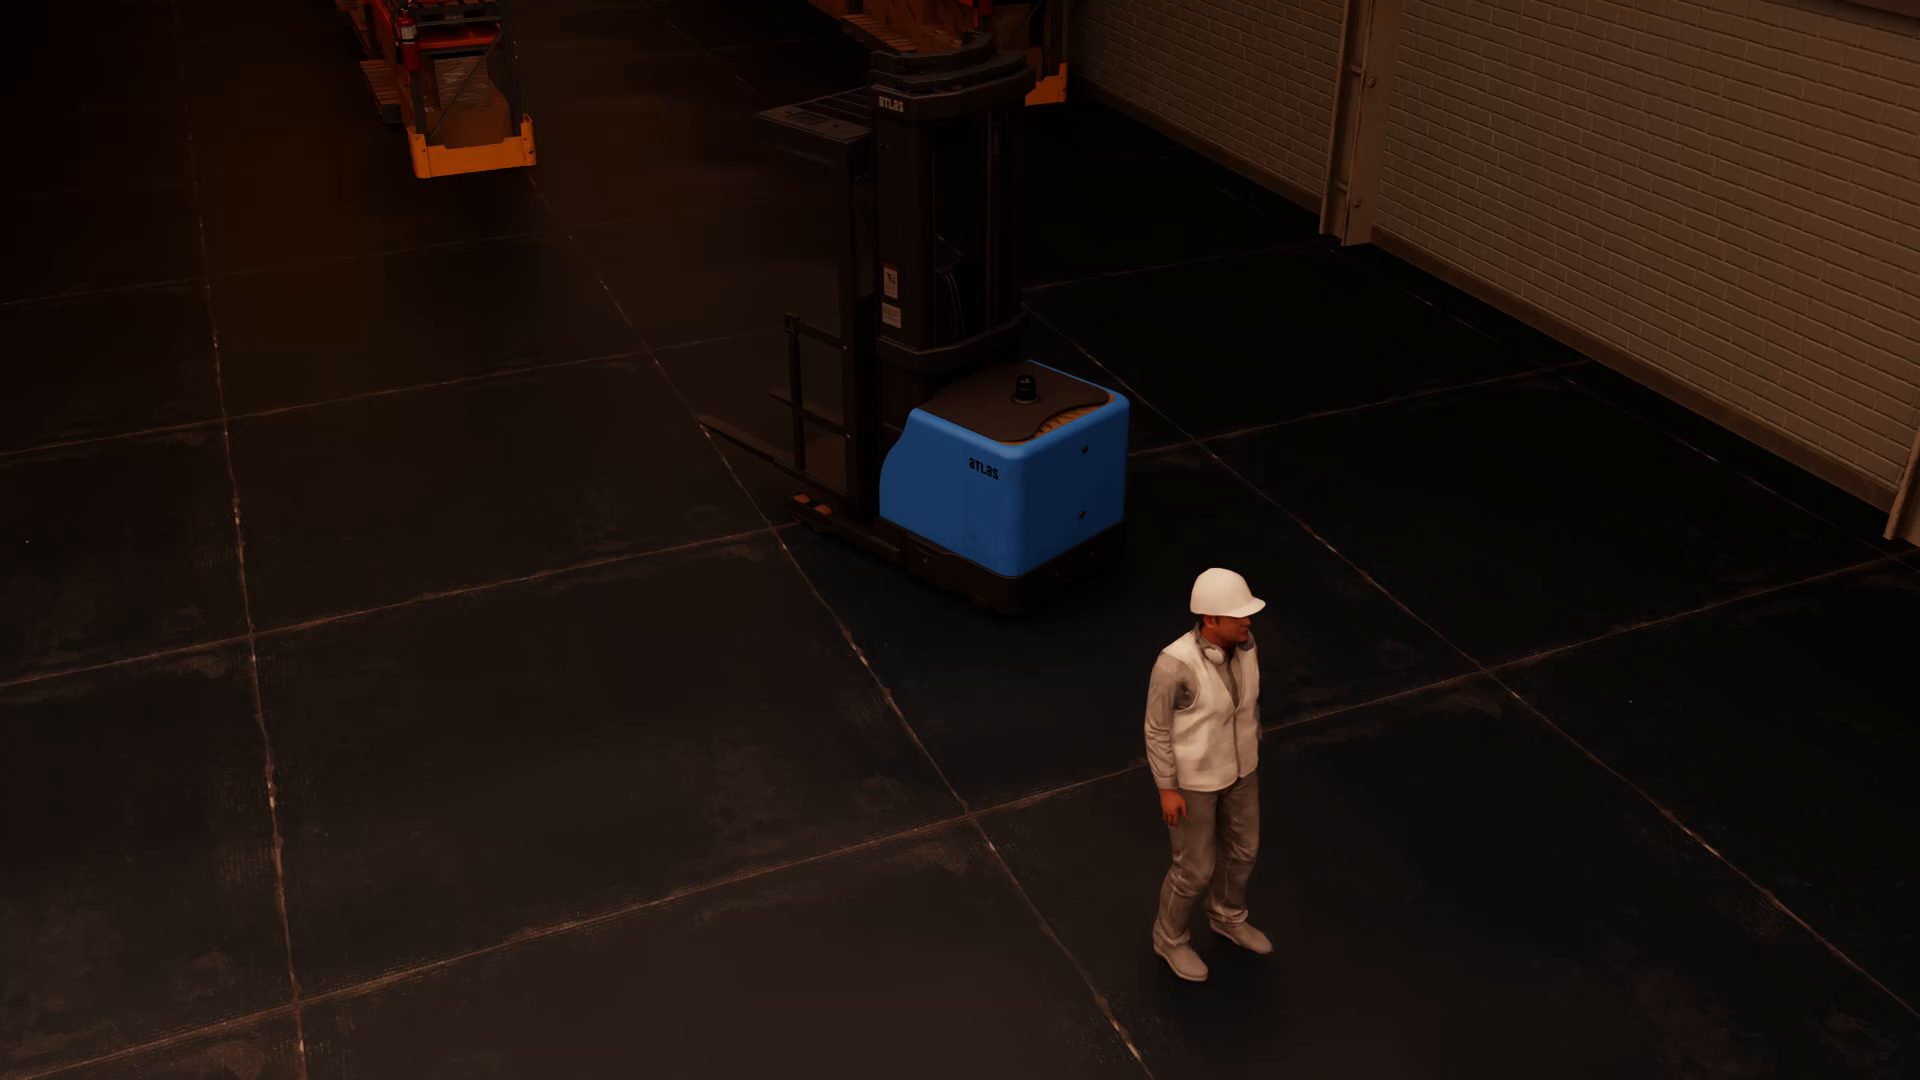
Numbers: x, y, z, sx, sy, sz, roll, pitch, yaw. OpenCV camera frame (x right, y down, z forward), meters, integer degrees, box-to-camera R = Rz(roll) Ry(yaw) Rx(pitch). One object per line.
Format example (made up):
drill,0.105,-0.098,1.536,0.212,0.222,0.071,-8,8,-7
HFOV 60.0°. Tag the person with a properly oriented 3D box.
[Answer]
person,1.029,0.941,6.664,0.615,1.794,0.498,-22,36,-33

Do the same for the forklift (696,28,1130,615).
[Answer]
forklift,-0.436,-1.483,9.714,3.031,2.935,1.130,26,39,37
